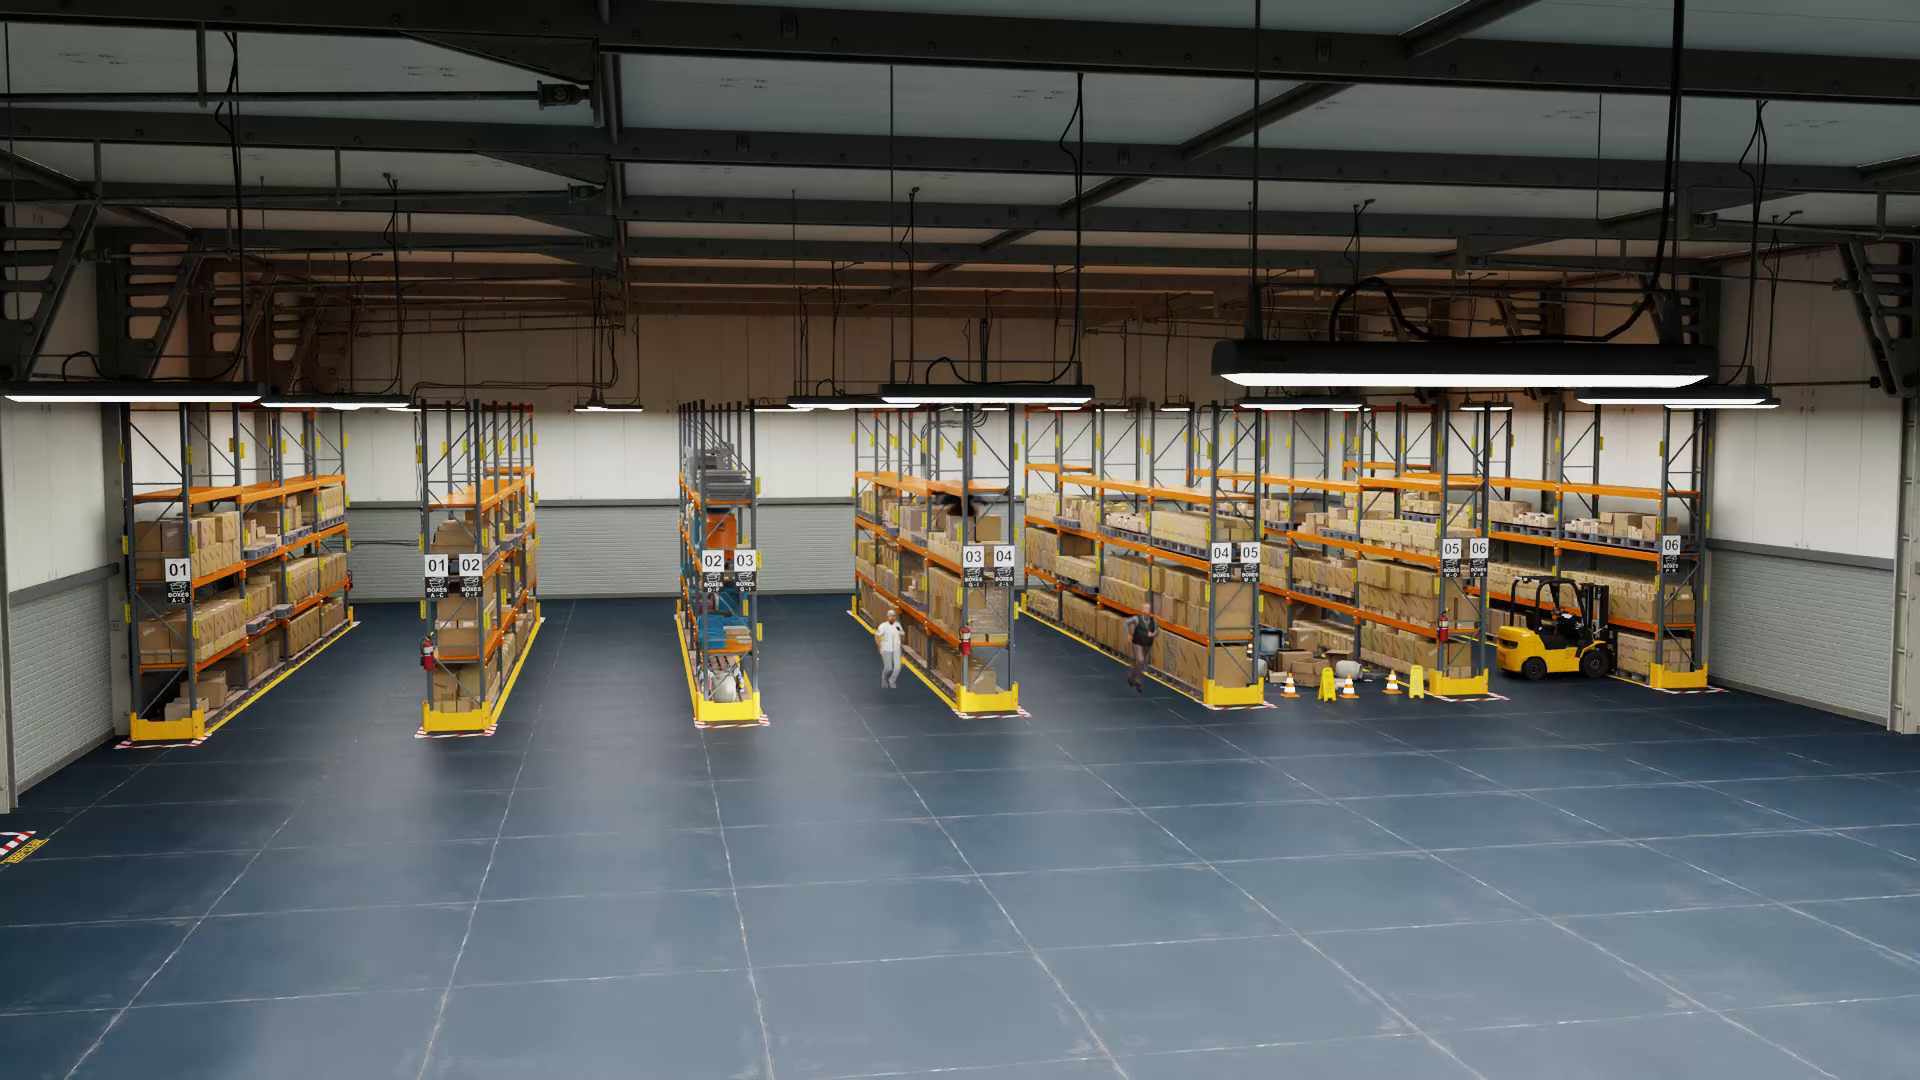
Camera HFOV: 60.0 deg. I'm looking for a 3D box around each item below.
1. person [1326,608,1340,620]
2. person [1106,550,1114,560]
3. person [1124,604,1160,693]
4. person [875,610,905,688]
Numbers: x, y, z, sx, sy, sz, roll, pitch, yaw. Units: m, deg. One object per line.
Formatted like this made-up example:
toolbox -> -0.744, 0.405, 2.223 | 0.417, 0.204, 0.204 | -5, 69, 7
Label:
person -> 10.064, 1.457, 45.121 | 0.666, 1.775, 1.141 | -1, 4, -14
person -> 4.620, 1.118, 50.714 | 0.769, 1.614, 0.607 | -2, 5, -29
person -> 3.681, 2.137, 33.464 | 0.680, 1.716, 0.886 | -2, 5, -21
person -> -1.369, 2.194, 33.230 | 0.616, 1.587, 0.555 | -1, 4, -16
